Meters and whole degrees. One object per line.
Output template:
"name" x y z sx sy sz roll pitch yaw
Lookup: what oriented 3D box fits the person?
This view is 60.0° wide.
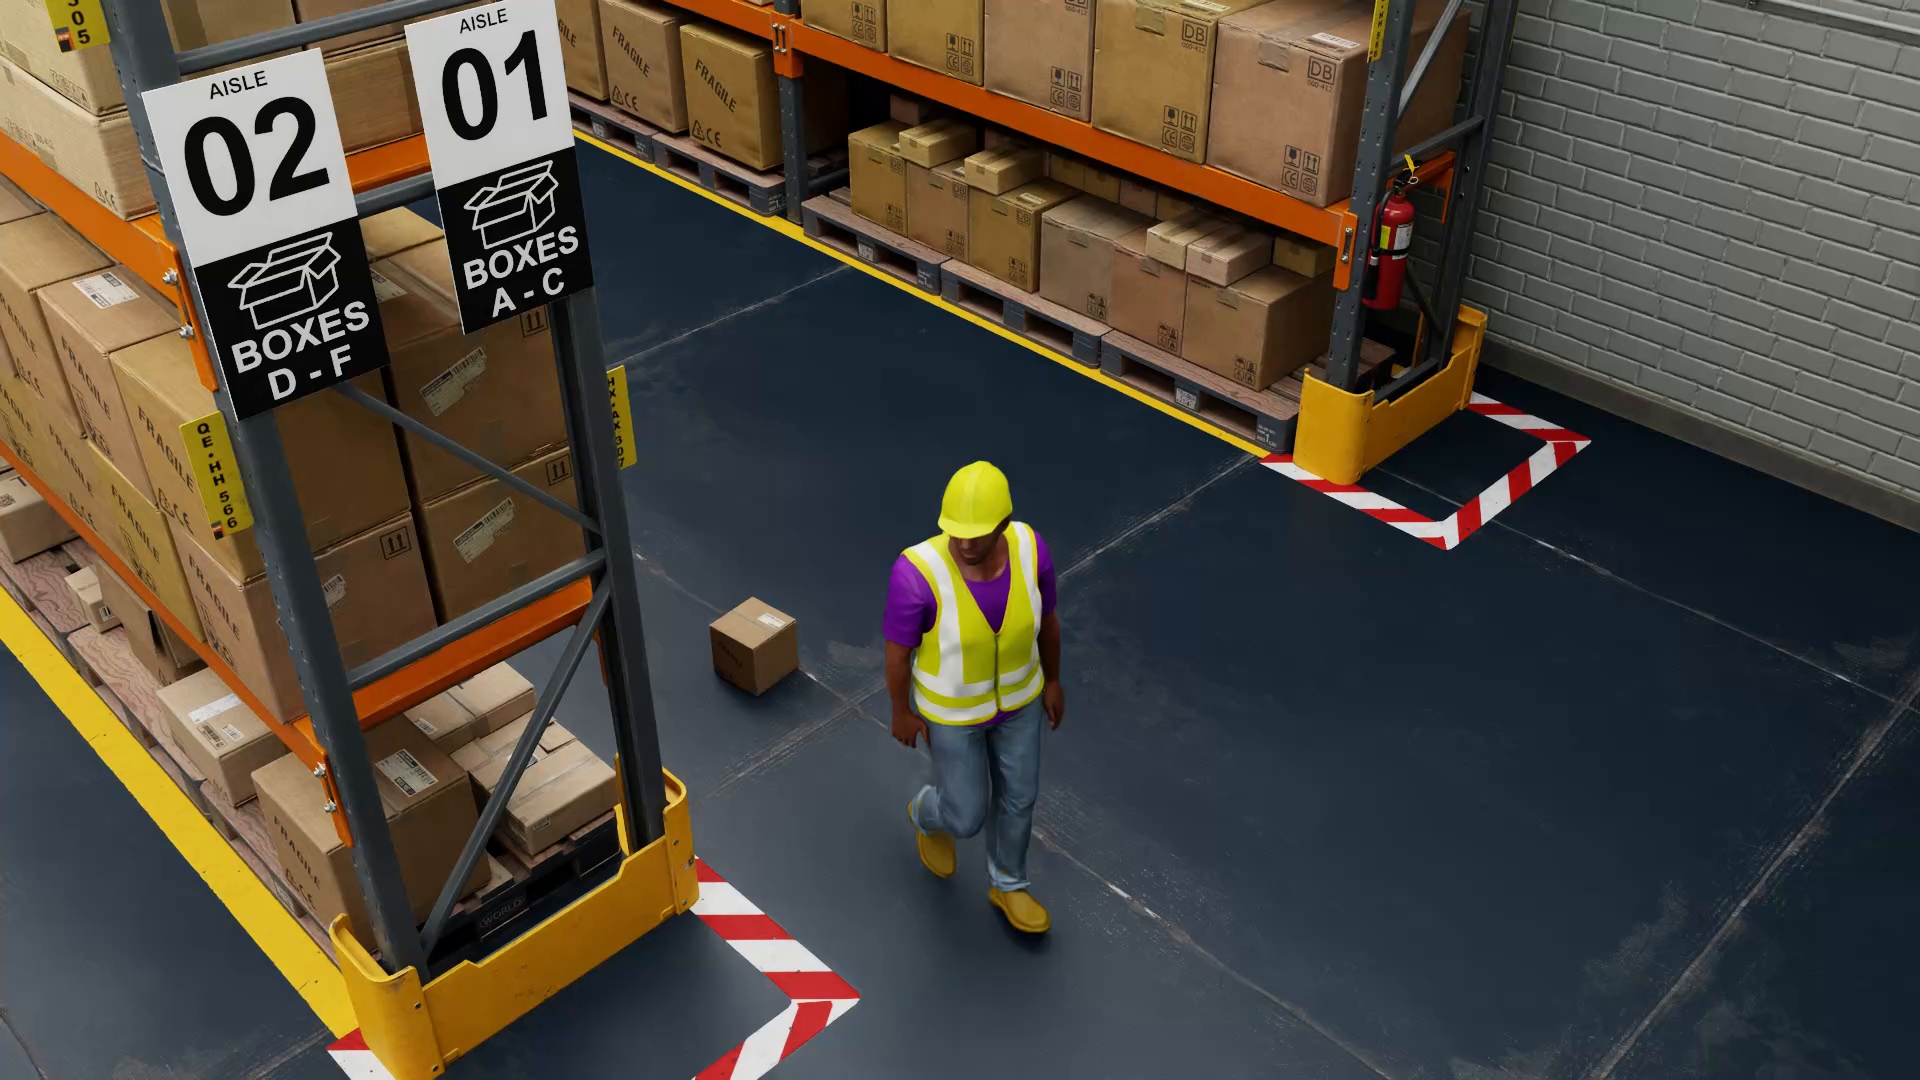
"person" 0.068 0.518 5.364 0.602 1.761 0.650 -16 38 -21
